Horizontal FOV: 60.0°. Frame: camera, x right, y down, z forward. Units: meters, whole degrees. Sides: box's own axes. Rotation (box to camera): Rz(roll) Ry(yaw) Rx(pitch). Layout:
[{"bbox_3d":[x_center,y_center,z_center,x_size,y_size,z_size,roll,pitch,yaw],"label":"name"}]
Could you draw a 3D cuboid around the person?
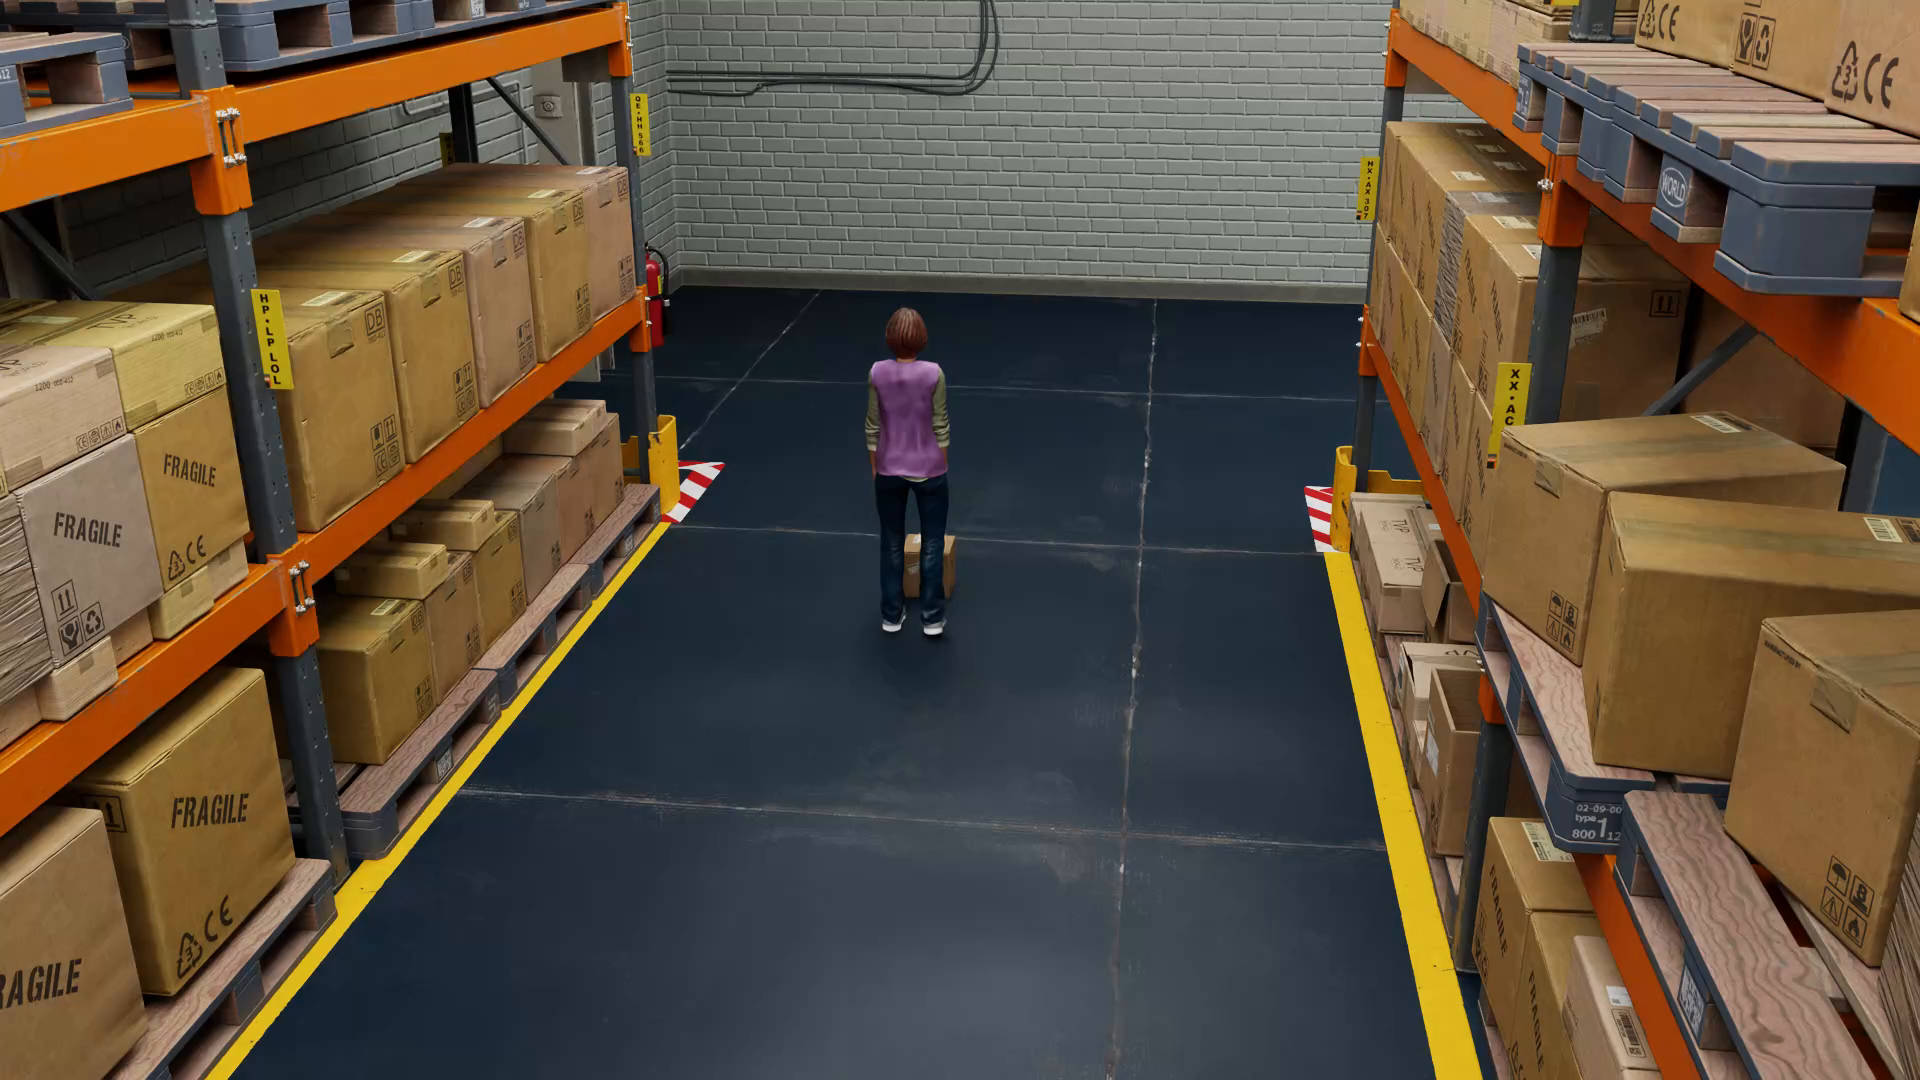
[{"bbox_3d":[-0.249,-0.314,7.911,0.406,1.597,0.308,3,22,8],"label":"person"}]
